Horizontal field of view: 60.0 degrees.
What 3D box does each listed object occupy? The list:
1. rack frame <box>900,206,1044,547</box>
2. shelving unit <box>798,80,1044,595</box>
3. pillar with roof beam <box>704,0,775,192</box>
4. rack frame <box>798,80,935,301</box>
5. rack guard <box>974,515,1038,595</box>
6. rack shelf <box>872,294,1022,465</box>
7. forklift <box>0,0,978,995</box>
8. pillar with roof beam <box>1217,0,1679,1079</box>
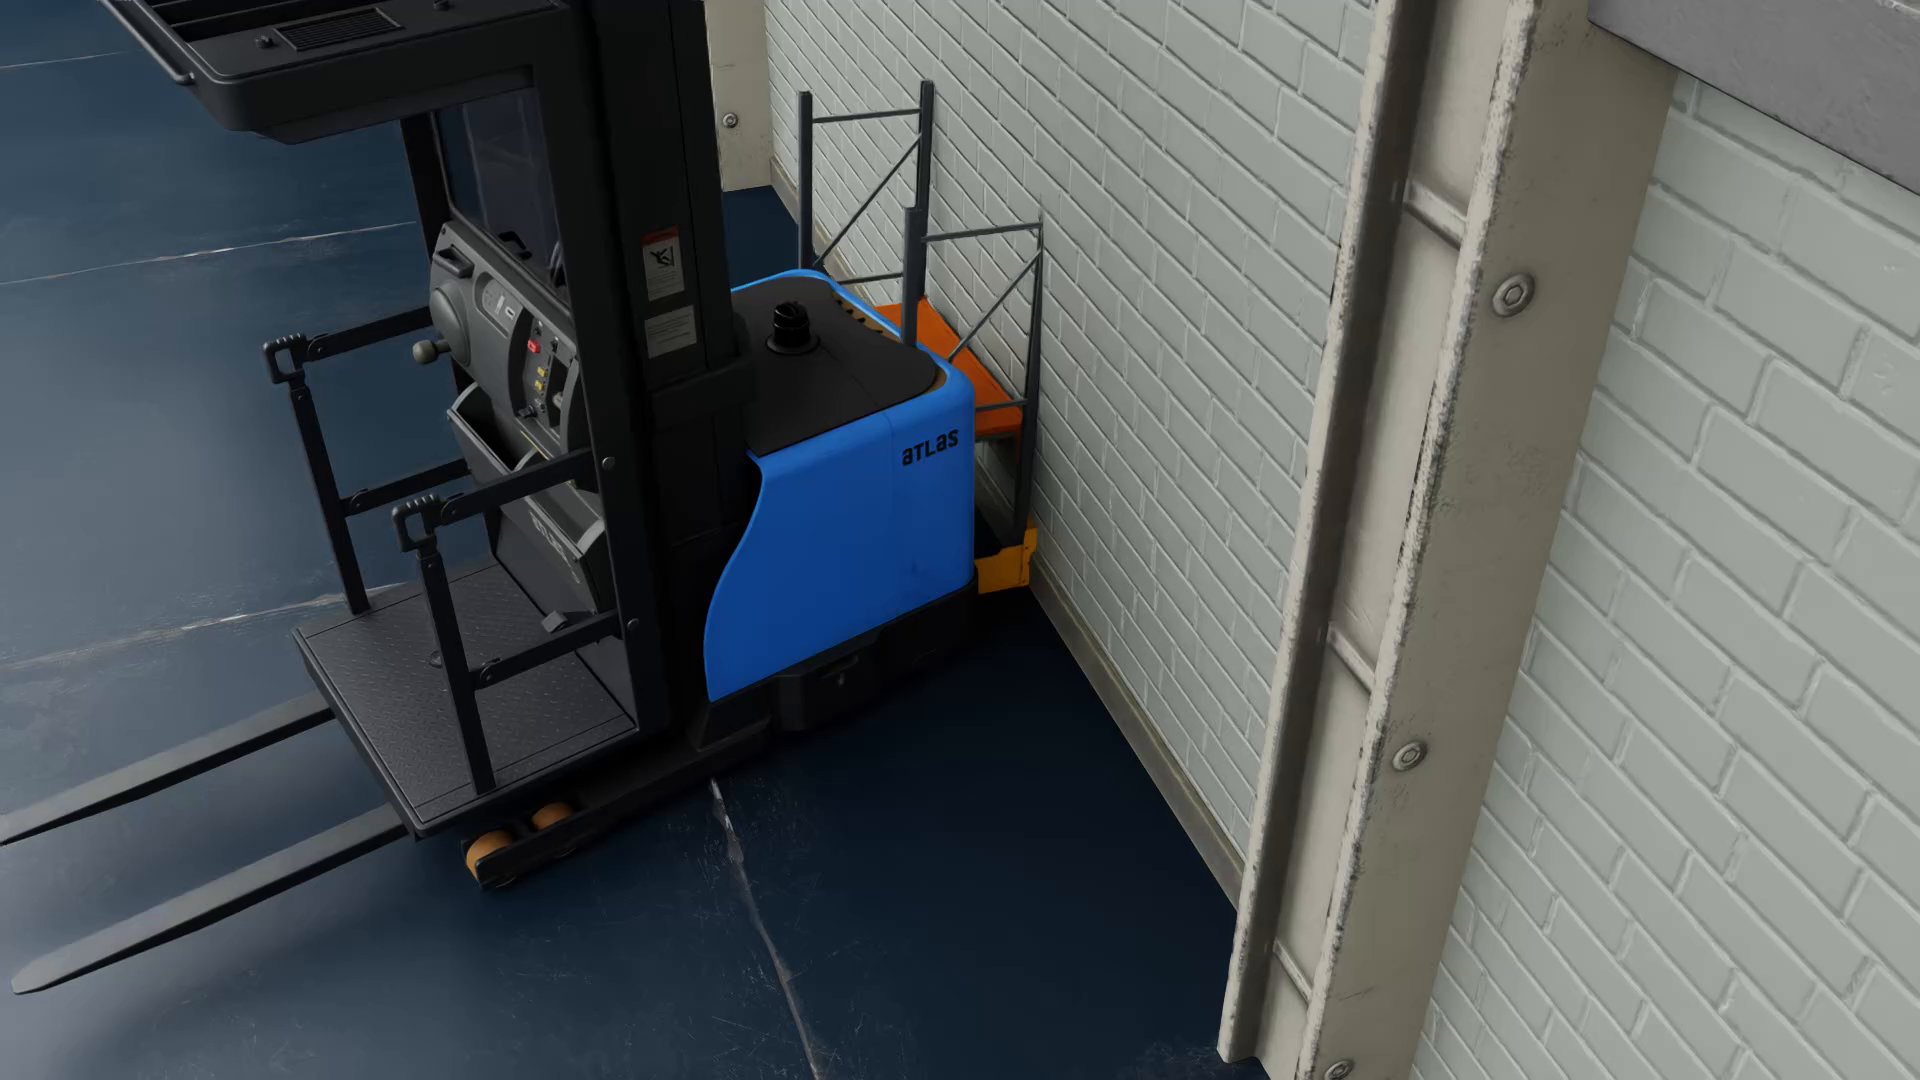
[{"bbox_3d":[0.029,-0.426,5.525,0.500,1.500,0.032,-11,38,-20],"label":"rack frame"},{"bbox_3d":[-0.166,-0.698,5.896,0.587,1.500,1.083,-11,38,-20],"label":"shelving unit"},{"bbox_3d":[-5.210,-4.657,4.953,9.100,9.000,0.400,-12,39,-16],"label":"pillar with roof beam"},{"bbox_3d":[-0.367,-0.979,6.280,0.500,1.500,0.032,-11,38,-20],"label":"rack frame"},{"bbox_3d":[-0.006,0.085,5.883,0.587,0.250,0.087,-11,38,-20],"label":"rack guard"},{"bbox_3d":[-0.179,-0.555,6.006,0.538,0.185,1.000,-11,38,-20],"label":"rack shelf"},{"bbox_3d":[-1.427,-0.513,4.495,3.031,2.935,1.130,-24,43,-28],"label":"forklift"},{"bbox_3d":[-3.145,-1.267,0.453,9.100,9.000,0.400,-12,39,-16],"label":"pillar with roof beam"}]
